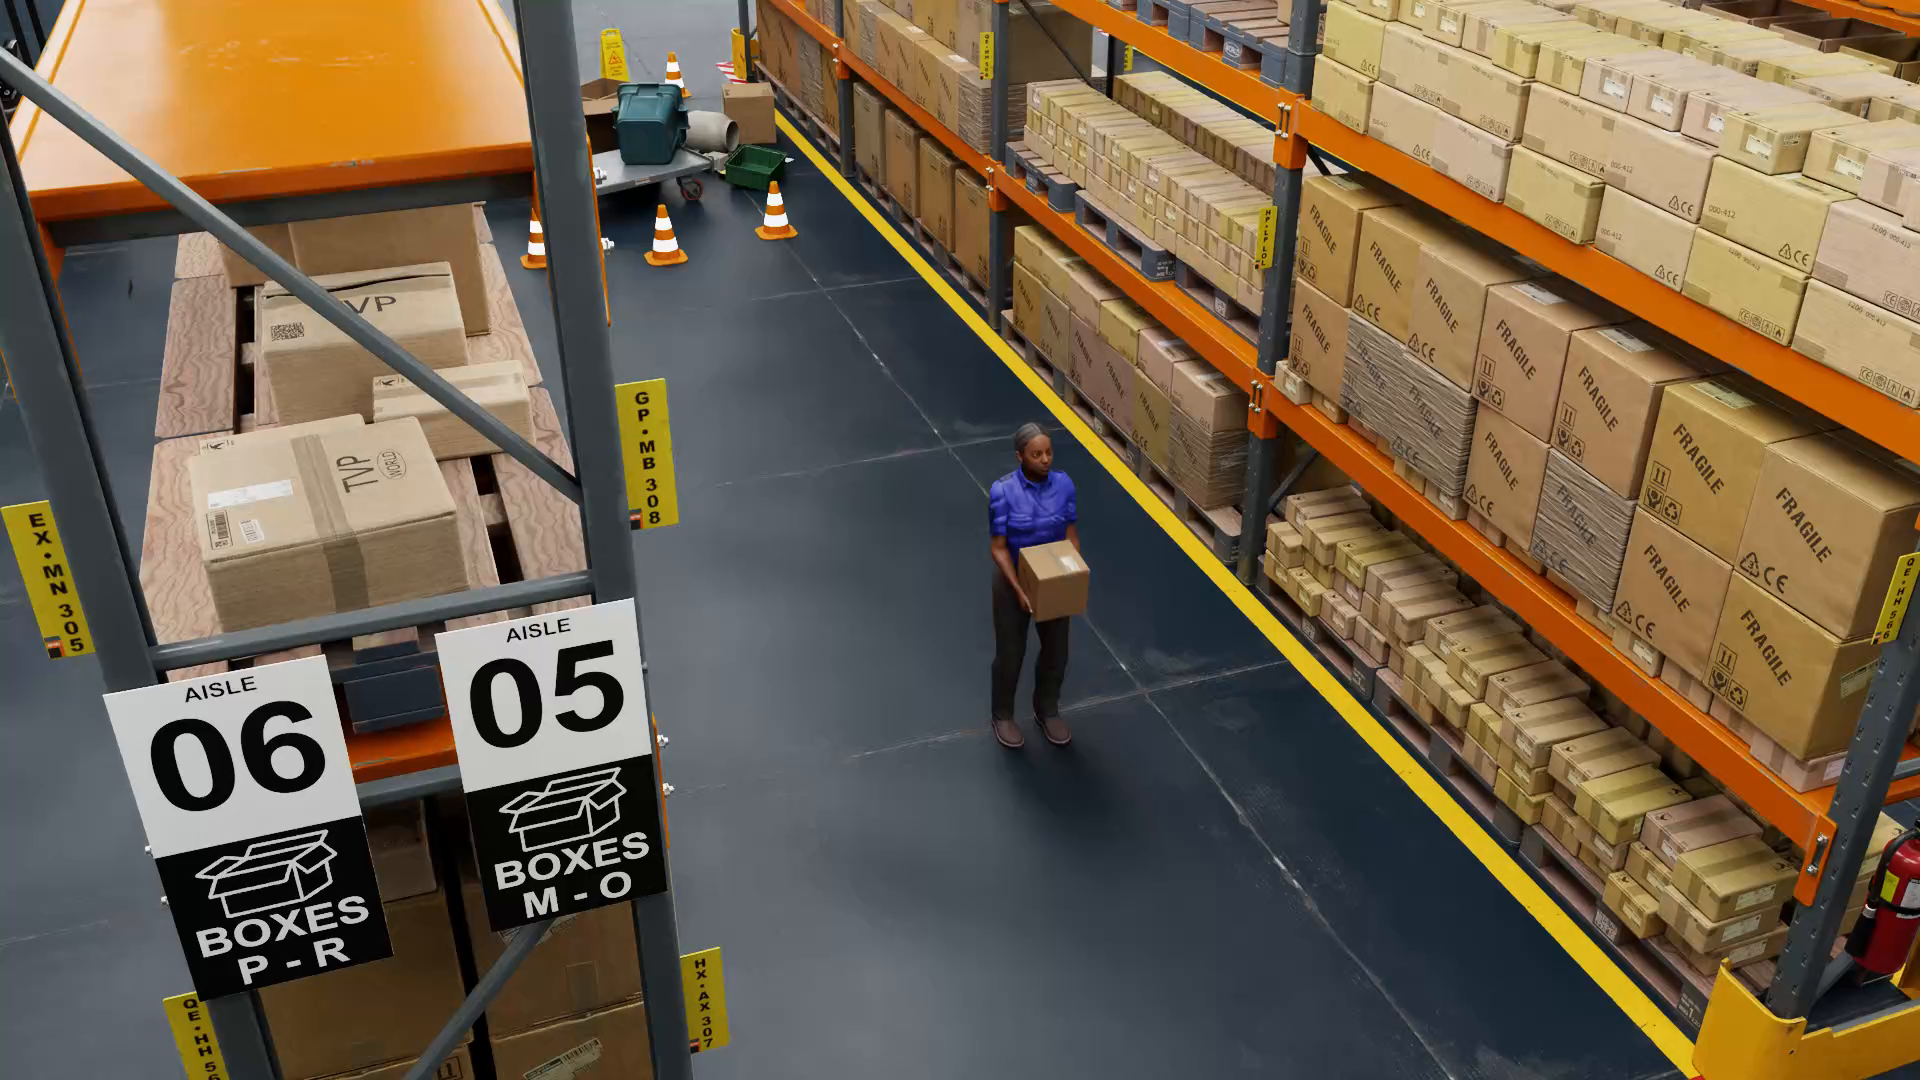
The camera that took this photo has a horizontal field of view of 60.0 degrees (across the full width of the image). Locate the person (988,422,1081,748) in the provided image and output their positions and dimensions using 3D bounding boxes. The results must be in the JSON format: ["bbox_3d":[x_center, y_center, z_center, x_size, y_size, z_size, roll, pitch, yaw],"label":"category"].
[{"bbox_3d":[0.369,0.255,7.911,0.450,1.645,0.522,-10,32,-17],"label":"person"}]
